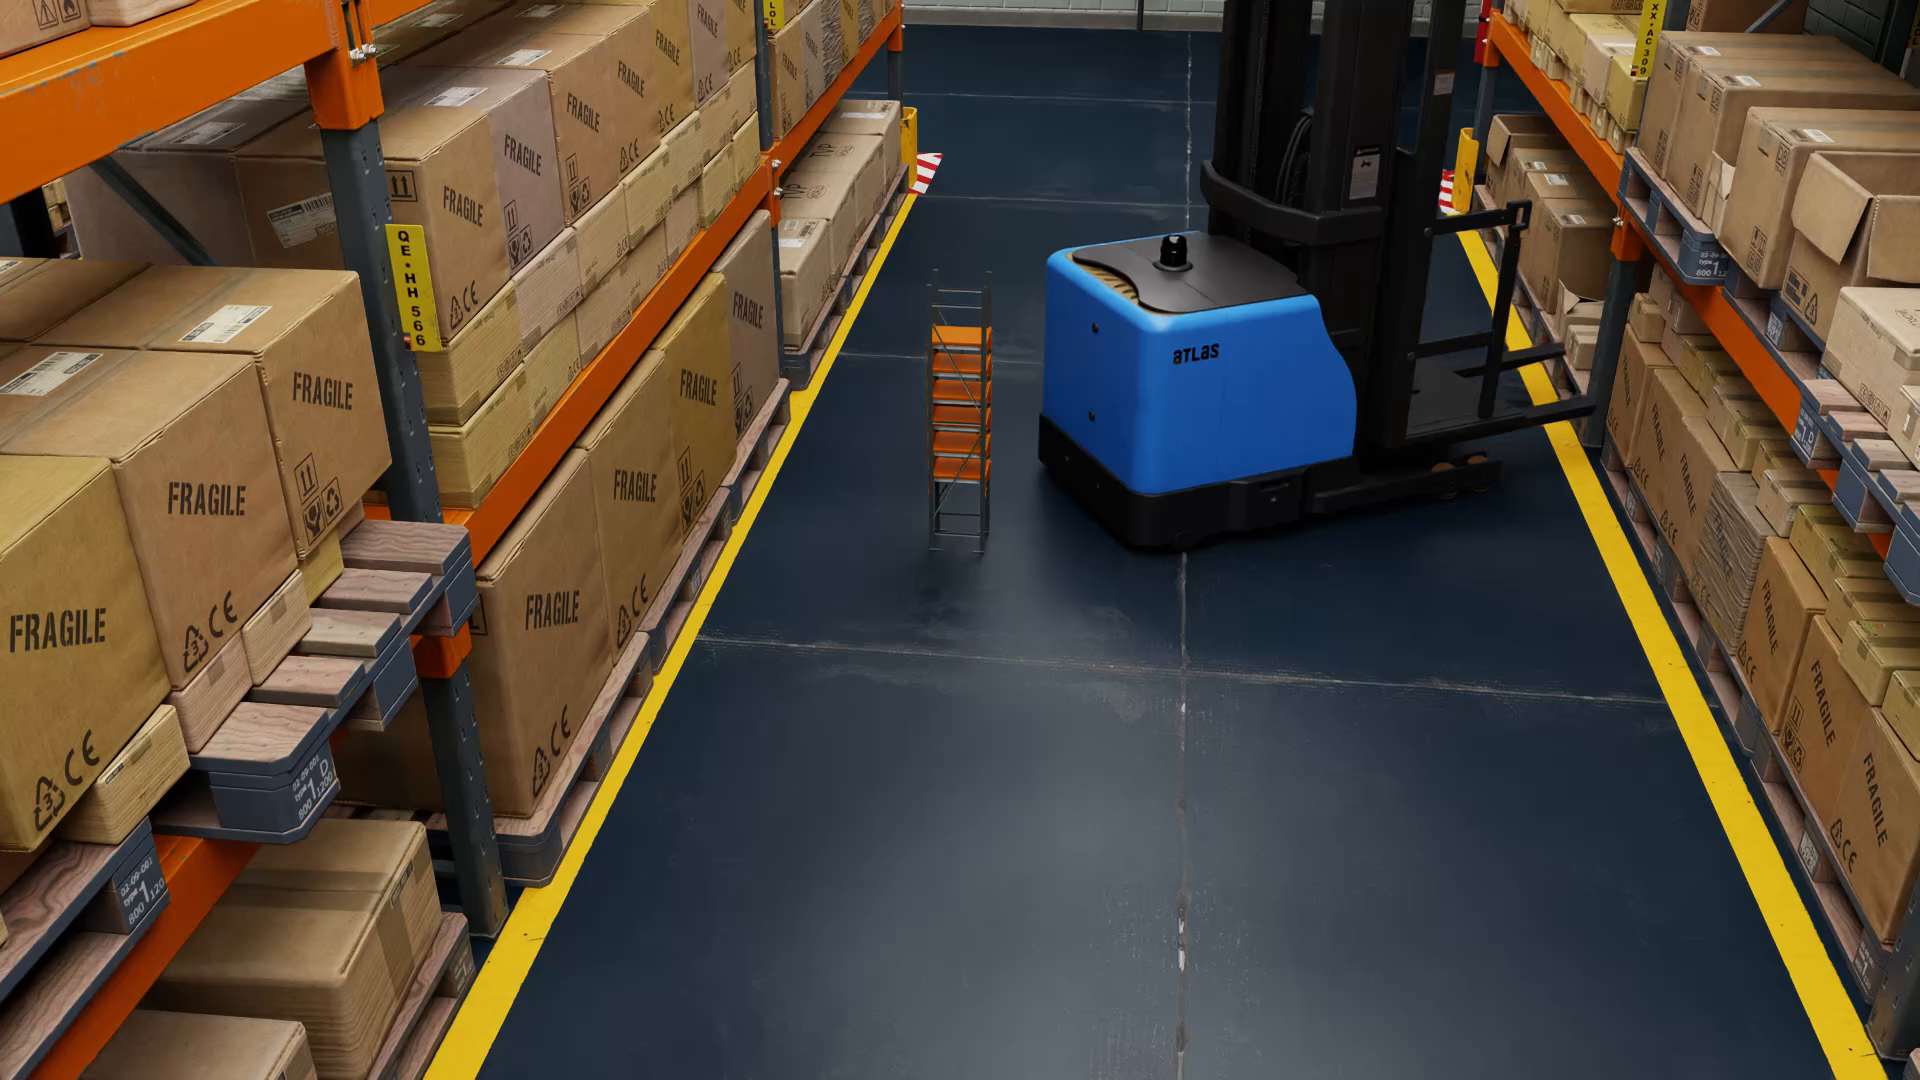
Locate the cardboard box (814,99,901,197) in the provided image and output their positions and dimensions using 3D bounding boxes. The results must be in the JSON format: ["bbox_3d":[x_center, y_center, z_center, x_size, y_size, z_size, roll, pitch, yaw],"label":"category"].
[{"bbox_3d":[-0.889,-2.676,11.314,0.875,0.438,0.875,2,28,4],"label":"cardboard box"}]

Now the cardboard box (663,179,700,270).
[{"bbox_3d":[-1.347,-1.285,6.631,0.500,0.250,0.500,3,28,5],"label":"cardboard box"}]

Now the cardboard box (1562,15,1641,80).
[{"bbox_3d":[3.470,-2.556,8.676,0.500,0.250,0.500,3,28,6],"label":"cardboard box"}]

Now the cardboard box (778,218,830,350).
[{"bbox_3d":[-1.215,-1.399,8.943,0.875,0.438,0.875,3,28,5],"label":"cardboard box"}]

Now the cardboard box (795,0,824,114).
[{"bbox_3d":[-1.015,-2.539,8.695,0.500,0.500,0.500,4,29,7],"label":"cardboard box"}]

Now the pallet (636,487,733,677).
[{"bbox_3d":[-1.565,0.118,6.808,1.003,0.211,1.213,3,28,6],"label":"pallet"}]

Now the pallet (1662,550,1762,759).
[{"bbox_3d":[3.320,0.422,6.244,1.003,0.211,1.213,3,28,6],"label":"pallet"}]

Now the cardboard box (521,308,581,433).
[{"bbox_3d":[-1.533,-0.563,5.290,0.500,0.250,0.500,3,28,5],"label":"cardboard box"}]

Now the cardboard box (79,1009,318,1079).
[{"bbox_3d":[-2.050,1.415,3.789,0.950,0.372,0.625,3,28,5],"label":"cardboard box"}]

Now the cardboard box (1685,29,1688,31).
[{"bbox_3d":[3.977,-2.528,8.624,0.500,0.250,0.500,4,29,7],"label":"cardboard box"}]

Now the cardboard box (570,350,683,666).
[{"bbox_3d":[-1.608,-0.160,6.181,0.875,0.875,0.875,4,29,7],"label":"cardboard box"}]

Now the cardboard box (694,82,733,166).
[{"bbox_3d":[-1.265,-1.750,6.966,0.500,0.250,0.500,4,29,7],"label":"cardboard box"}]

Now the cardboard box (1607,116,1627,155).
[{"bbox_3d":[3.328,-1.944,7.961,0.380,0.149,0.250,4,29,8],"label":"cardboard box"}]

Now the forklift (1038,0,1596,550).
[{"bbox_3d":[1.935,-1.693,7.303,3.031,2.935,1.130,-11,30,-20],"label":"forklift"}]

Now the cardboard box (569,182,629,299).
[{"bbox_3d":[-1.443,-1.025,5.622,0.500,0.250,0.500,3,28,6],"label":"cardboard box"}]

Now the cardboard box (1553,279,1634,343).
[{"bbox_3d":[3.349,-1.195,8.745,0.396,0.266,0.258,4,29,8],"label":"cardboard box"}]

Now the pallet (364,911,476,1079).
[{"bbox_3d":[-1.985,1.425,4.382,1.003,0.211,1.213,3,28,6],"label":"pallet"}]

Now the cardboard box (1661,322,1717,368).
[{"bbox_3d":[3.264,-0.848,7.170,0.380,0.149,0.250,3,28,5],"label":"cardboard box"}]

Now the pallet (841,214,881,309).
[{"bbox_3d":[-1.080,-1.755,10.284,1.003,0.211,1.213,3,28,6],"label":"pallet"}]

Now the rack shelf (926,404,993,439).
[{"bbox_3d":[-0.002,-0.482,6.974,0.258,0.103,0.180,3,28,6],"label":"rack shelf"}]

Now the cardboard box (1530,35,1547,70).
[{"bbox_3d":[3.499,-2.796,9.543,0.380,0.149,0.250,3,28,5],"label":"cardboard box"}]

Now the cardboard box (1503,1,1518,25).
[{"bbox_3d":[3.706,-3.400,10.663,0.380,0.149,0.250,3,28,6],"label":"cardboard box"}]

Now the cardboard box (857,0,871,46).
[{"bbox_3d":[-0.834,-3.259,10.032,0.500,0.500,0.500,4,29,8],"label":"cardboard box"}]

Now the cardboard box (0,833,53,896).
[{"bbox_3d":[-1.857,0.534,2.917,0.380,0.149,0.250,4,29,7],"label":"cardboard box"}]

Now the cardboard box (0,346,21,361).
[{"bbox_3d":[-2.230,-0.086,3.385,0.500,0.500,0.500,5,29,9],"label":"cardboard box"}]

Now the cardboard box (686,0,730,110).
[{"bbox_3d":[-1.260,-2.068,6.767,0.500,0.500,0.500,4,29,7],"label":"cardboard box"}]

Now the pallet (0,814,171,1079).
[{"bbox_3d":[-2.090,0.848,2.715,1.003,0.211,1.213,3,28,6],"label":"pallet"}]

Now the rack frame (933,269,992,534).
[{"bbox_3d":[0.009,-0.564,7.033,0.240,1.200,0.006,3,28,6],"label":"rack frame"}]

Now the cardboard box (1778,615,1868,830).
[{"bbox_3d":[2.949,0.586,5.193,0.500,0.500,0.500,3,28,5],"label":"cardboard box"}]

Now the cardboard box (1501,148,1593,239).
[{"bbox_3d":[3.707,-2.051,10.087,0.700,0.500,0.500,4,29,8],"label":"cardboard box"}]

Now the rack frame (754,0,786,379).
[{"bbox_3d":[-1.398,-2.053,7.898,1.000,3.000,0.127,3,28,6],"label":"rack frame"}]

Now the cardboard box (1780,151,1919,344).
[{"bbox_3d":[3.055,-0.893,5.193,0.797,0.503,0.637,3,28,5],"label":"cardboard box"}]

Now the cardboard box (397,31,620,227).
[{"bbox_3d":[-1.455,-1.349,5.432,0.500,0.500,0.500,4,29,8],"label":"cardboard box"}]

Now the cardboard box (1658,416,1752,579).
[{"bbox_3d":[3.125,-0.150,6.559,0.500,0.500,0.500,3,28,5],"label":"cardboard box"}]

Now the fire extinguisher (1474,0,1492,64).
[{"bbox_3d":[3.578,-3.547,11.146,0.296,0.674,0.183,3,28,6],"label":"fire extinguisher"}]

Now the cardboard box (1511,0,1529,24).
[{"bbox_3d":[3.634,-3.279,10.018,0.500,0.250,0.500,4,29,7],"label":"cardboard box"}]

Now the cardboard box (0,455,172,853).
[{"bbox_3d":[-1.781,0.182,2.888,0.500,0.500,0.500,1,28,3],"label":"cardboard box"}]

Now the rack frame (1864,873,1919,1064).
[{"bbox_3d":[3.039,0.117,3.871,1.000,3.000,0.127,3,28,6],"label":"rack frame"}]

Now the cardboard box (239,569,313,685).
[{"bbox_3d":[-1.642,0.175,3.584,0.380,0.149,0.250,3,28,6],"label":"cardboard box"}]

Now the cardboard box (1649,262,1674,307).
[{"bbox_3d":[3.281,-1.110,7.344,0.380,0.149,0.250,3,28,5],"label":"cardboard box"}]

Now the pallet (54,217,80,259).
[{"bbox_3d":[-6.129,-1.960,10.665,1.003,0.211,1.213,3,28,6],"label":"pallet"}]

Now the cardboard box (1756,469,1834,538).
[{"bbox_3d":[3.038,-0.123,5.825,0.380,0.149,0.250,2,28,4],"label":"cardboard box"}]

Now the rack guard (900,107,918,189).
[{"bbox_3d":[-0.905,-2.847,12.007,1.175,0.500,0.348,3,28,6],"label":"rack guard"}]

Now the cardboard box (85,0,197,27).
[{"bbox_3d":[-1.741,-1.102,3.235,0.380,0.149,0.250,3,28,6],"label":"cardboard box"}]

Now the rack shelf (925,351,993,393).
[{"bbox_3d":[-0.002,-0.694,6.860,0.258,0.103,0.180,3,28,6],"label":"rack shelf"}]

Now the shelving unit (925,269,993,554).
[{"bbox_3d":[-0.002,-0.521,6.953,0.258,1.200,0.189,3,28,6],"label":"shelving unit"}]

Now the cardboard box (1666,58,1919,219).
[{"bbox_3d":[3.184,-1.537,6.392,0.700,0.500,0.500,4,29,7],"label":"cardboard box"}]

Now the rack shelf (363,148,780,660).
[{"bbox_3d":[-1.643,-0.795,6.321,1.077,0.370,4.000,3,28,6],"label":"rack shelf"}]

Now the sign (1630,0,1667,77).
[{"bbox_3d":[2.989,-2.175,7.213,0.100,0.325,0.005,3,28,6],"label":"sign"}]

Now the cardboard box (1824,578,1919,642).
[{"bbox_3d":[2.927,0.248,5.136,0.380,0.149,0.250,2,28,5],"label":"cardboard box"}]

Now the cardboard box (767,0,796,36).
[{"bbox_3d":[-1.099,-2.747,8.027,0.500,0.500,0.500,4,29,7],"label":"cardboard box"}]

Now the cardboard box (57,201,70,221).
[{"bbox_3d":[-5.885,-2.117,10.580,0.380,0.149,0.250,4,29,8],"label":"cardboard box"}]

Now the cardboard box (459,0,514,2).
[{"bbox_3d":[-1.836,-1.870,6.398,0.500,0.500,0.500,3,28,5],"label":"cardboard box"}]

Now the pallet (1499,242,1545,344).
[{"bbox_3d":[3.761,-1.438,9.696,1.003,0.211,1.213,3,28,6],"label":"pallet"}]

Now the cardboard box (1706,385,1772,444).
[{"bbox_3d":[3.156,-0.481,6.490,0.380,0.149,0.250,3,28,6],"label":"cardboard box"}]

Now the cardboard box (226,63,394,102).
[{"bbox_3d":[-2.030,-1.155,5.072,0.500,0.500,0.500,4,29,7],"label":"cardboard box"}]

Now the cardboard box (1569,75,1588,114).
[{"bbox_3d":[3.398,-2.312,8.643,0.380,0.149,0.250,3,28,5],"label":"cardboard box"}]

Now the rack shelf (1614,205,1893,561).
[{"bbox_3d":[3.284,-0.508,5.789,1.077,0.370,4.000,3,28,6],"label":"rack shelf"}]

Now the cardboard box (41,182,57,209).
[{"bbox_3d":[-5.838,-2.117,10.267,0.380,0.149,0.250,3,28,6],"label":"cardboard box"}]
